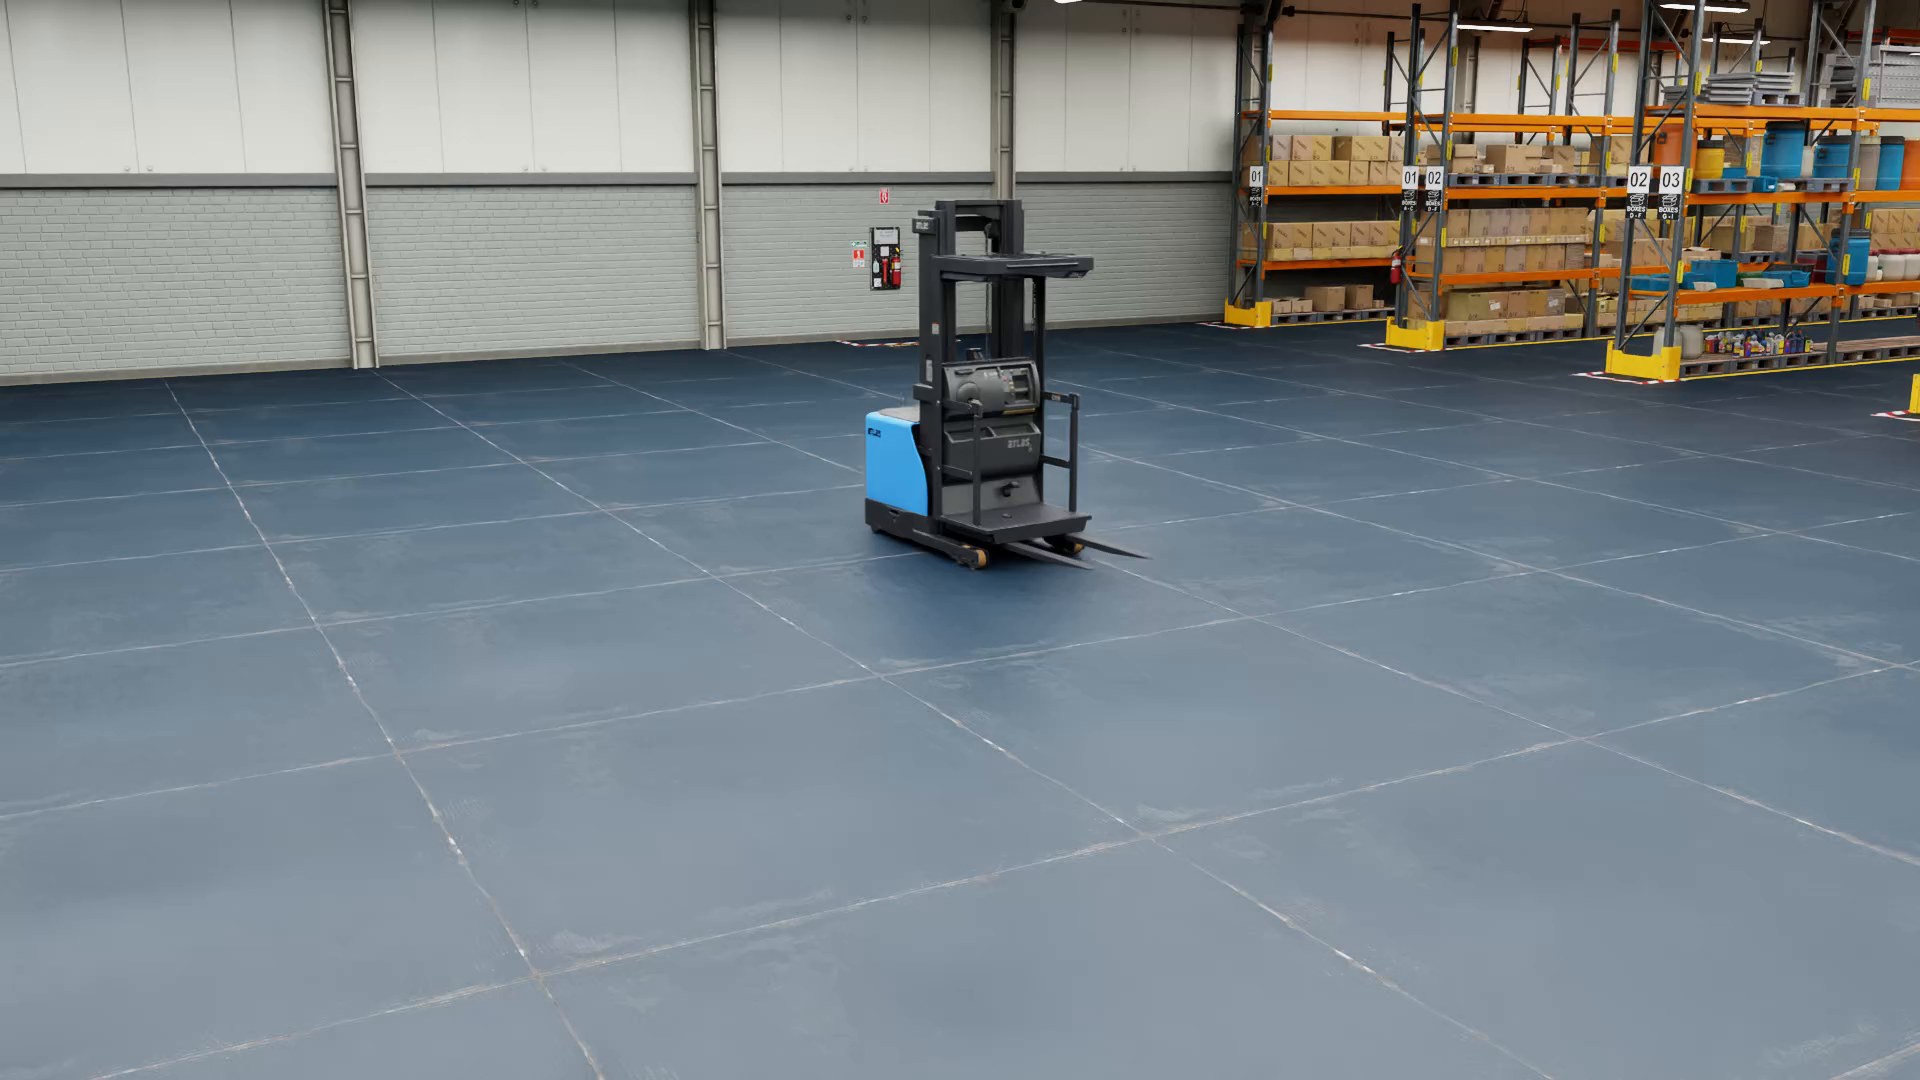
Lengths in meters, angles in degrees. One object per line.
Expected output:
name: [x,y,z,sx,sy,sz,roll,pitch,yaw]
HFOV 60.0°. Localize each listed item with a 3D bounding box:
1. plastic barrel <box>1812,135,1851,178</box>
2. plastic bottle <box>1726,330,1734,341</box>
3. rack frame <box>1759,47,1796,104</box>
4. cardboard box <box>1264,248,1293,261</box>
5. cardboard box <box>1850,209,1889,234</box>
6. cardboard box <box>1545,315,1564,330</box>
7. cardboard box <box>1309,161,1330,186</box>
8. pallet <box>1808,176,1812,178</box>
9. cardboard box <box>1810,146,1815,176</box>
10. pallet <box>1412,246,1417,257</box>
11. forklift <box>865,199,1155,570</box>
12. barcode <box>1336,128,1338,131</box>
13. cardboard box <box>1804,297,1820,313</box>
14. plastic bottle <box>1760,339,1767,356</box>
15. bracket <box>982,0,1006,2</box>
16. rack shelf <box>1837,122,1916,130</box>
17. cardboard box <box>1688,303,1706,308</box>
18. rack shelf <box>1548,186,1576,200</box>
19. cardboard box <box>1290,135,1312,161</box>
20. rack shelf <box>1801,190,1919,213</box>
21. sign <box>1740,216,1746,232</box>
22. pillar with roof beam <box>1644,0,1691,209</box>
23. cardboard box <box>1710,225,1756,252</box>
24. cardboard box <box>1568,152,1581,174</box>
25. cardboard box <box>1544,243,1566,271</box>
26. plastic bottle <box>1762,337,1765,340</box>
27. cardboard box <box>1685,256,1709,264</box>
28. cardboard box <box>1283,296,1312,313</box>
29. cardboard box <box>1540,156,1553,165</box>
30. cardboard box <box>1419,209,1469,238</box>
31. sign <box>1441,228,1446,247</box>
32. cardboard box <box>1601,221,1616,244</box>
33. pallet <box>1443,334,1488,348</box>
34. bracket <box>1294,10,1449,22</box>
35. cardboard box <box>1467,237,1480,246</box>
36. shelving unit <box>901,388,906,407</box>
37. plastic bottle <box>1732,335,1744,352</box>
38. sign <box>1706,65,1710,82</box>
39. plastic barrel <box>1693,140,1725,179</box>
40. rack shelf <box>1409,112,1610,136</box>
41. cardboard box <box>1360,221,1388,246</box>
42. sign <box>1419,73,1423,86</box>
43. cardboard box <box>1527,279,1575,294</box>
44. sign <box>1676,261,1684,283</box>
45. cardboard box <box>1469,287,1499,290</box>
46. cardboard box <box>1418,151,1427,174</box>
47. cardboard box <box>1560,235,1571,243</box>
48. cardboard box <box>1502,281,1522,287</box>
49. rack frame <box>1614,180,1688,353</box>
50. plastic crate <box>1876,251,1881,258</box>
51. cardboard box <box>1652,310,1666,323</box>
plastic barrel: [14.493,-6.250,27.576,0.708,0.901,0.600,-7,14,-28]
plastic bottle: [12.705,-3.300,27.471,0.185,0.351,0.144,-7,14,-28]
rack frame: [19.937,-10.545,40.972,0.127,3.000,1.000,-7,14,-28]
cardboard box: [6.473,-5.862,34.122,0.500,0.250,0.500,-7,15,-29]
cardboard box: [19.351,-6.776,35.379,0.500,0.500,0.500,-6,14,-26]
cardboard box: [11.035,-4.124,31.407,0.500,0.250,0.500,-7,14,-28]
cardboard box: [7.248,-7.549,34.217,0.500,0.500,0.500,-6,14,-25]
pallet: [17.288,-7.451,34.479,1.003,0.211,1.213,-7,14,-28]
cardboard box: [17.156,-7.830,34.325,0.600,0.600,0.600,-7,15,-30]
pallet: [10.144,-6.315,36.275,1.213,0.211,1.003,-7,14,-28]
forklift: [0.393,-1.309,13.749,1.130,2.935,3.031,-9,15,-33]
barcode: [7.978,-8.683,35.201,0.075,0.075,0.001,-7,14,-28]
cardboard box: [17.628,-5.029,34.812,0.500,0.500,0.500,-7,14,-27]
plastic bottle: [12.947,-3.108,26.801,0.097,0.271,0.097,0,13,0]
bracket: [0.632,-10.115,30.862,0.430,0.232,0.235,-7,14,-28]
rack shelf: [20.558,-9.028,35.876,4.000,0.370,1.077,-7,14,-28]
cardboard box: [14.497,-4.801,33.140,0.500,0.311,0.500,-7,14,-29]
rack shelf: [14.670,-8.100,38.575,4.000,0.370,1.077,-7,14,-28]
cardboard box: [6.812,-7.982,33.862,0.500,0.500,0.500,-7,14,-29]
rack shelf: [15.906,-5.770,28.222,4.000,0.370,1.077,-7,14,-28]
sign: [15.560,-6.281,33.050,0.005,0.325,0.100,-7,14,-28]
pillar with roof beam: [18.688,-9.535,36.483,0.548,9.000,9.100,-7,14,-28]
cardboard box: [15.790,-6.164,33.984,0.700,0.500,0.500,11,17,41]
cardboard box: [13.753,-8.632,38.071,0.500,0.500,0.700,-8,15,-31]
cardboard box: [10.934,-5.346,31.305,0.500,0.500,0.700,-7,14,-28]
plastic bottle: [13.076,-3.163,27.017,0.133,0.283,0.061,-7,14,-28]
cardboard box: [14.635,-5.552,33.021,0.250,0.149,0.380,-7,14,-28]
cardboard box: [7.044,-4.954,34.911,0.500,0.311,0.500,-6,14,-23]
cardboard box: [10.738,-7.036,31.138,0.500,0.311,0.500,-8,15,-31]
cardboard box: [8.732,-5.715,29.989,0.500,0.500,0.700,-7,14,-28]
sign: [8.530,-5.335,29.329,0.005,0.325,0.100,-7,14,-28]
cardboard box: [14.817,-7.144,38.571,0.500,0.500,0.500,-6,14,-26]
pallet: [8.921,-3.709,30.610,1.213,0.211,1.003,-7,14,-28]
bracket: [8.889,-11.105,35.259,4.783,0.066,0.076,-7,14,-28]
cardboard box: [9.167,-5.400,30.069,0.250,0.149,0.380,-7,14,-28]
shelving unit: [-0.420,-0.795,15.397,0.189,1.200,0.258,0,13,7]
plastic bottle: [12.798,-3.237,27.364,0.135,0.276,0.152,-7,14,-28]
sign: [15.023,-9.347,33.341,0.005,0.325,0.100,-7,14,-28]
plastic barrel: [11.580,-5.931,25.913,0.600,0.588,0.600,0,13,0]
rack shelf: [10.025,-7.572,30.310,4.000,0.370,1.077,-7,14,-28]
cardboard box: [8.702,-6.496,35.229,0.500,0.500,0.500,-7,14,-28]
sign: [9.648,-9.671,34.778,0.005,0.325,0.100,-7,14,-28]
cardboard box: [13.623,-5.985,38.312,0.750,0.750,0.750,-7,14,-29]
sign: [10.900,-4.055,25.164,0.005,0.325,0.100,-7,14,-28]
cardboard box: [9.908,-4.485,31.302,0.500,0.500,0.500,-7,14,-28]
cardboard box: [9.922,-8.115,35.821,0.500,0.500,0.500,-5,13,-20]
cardboard box: [11.198,-5.644,31.149,0.250,0.149,0.380,-7,15,-30]
cardboard box: [12.308,-5.686,37.736,0.500,0.500,0.700,-7,14,-27]
rack frame: [10.640,-4.026,25.667,0.127,3.000,1.000,-7,14,-28]
plastic crate: [16.097,-4.788,28.907,0.583,0.464,0.402,-7,14,-28]
cardboard box: [13.603,-4.422,32.732,0.500,0.250,0.500,-7,14,-27]
